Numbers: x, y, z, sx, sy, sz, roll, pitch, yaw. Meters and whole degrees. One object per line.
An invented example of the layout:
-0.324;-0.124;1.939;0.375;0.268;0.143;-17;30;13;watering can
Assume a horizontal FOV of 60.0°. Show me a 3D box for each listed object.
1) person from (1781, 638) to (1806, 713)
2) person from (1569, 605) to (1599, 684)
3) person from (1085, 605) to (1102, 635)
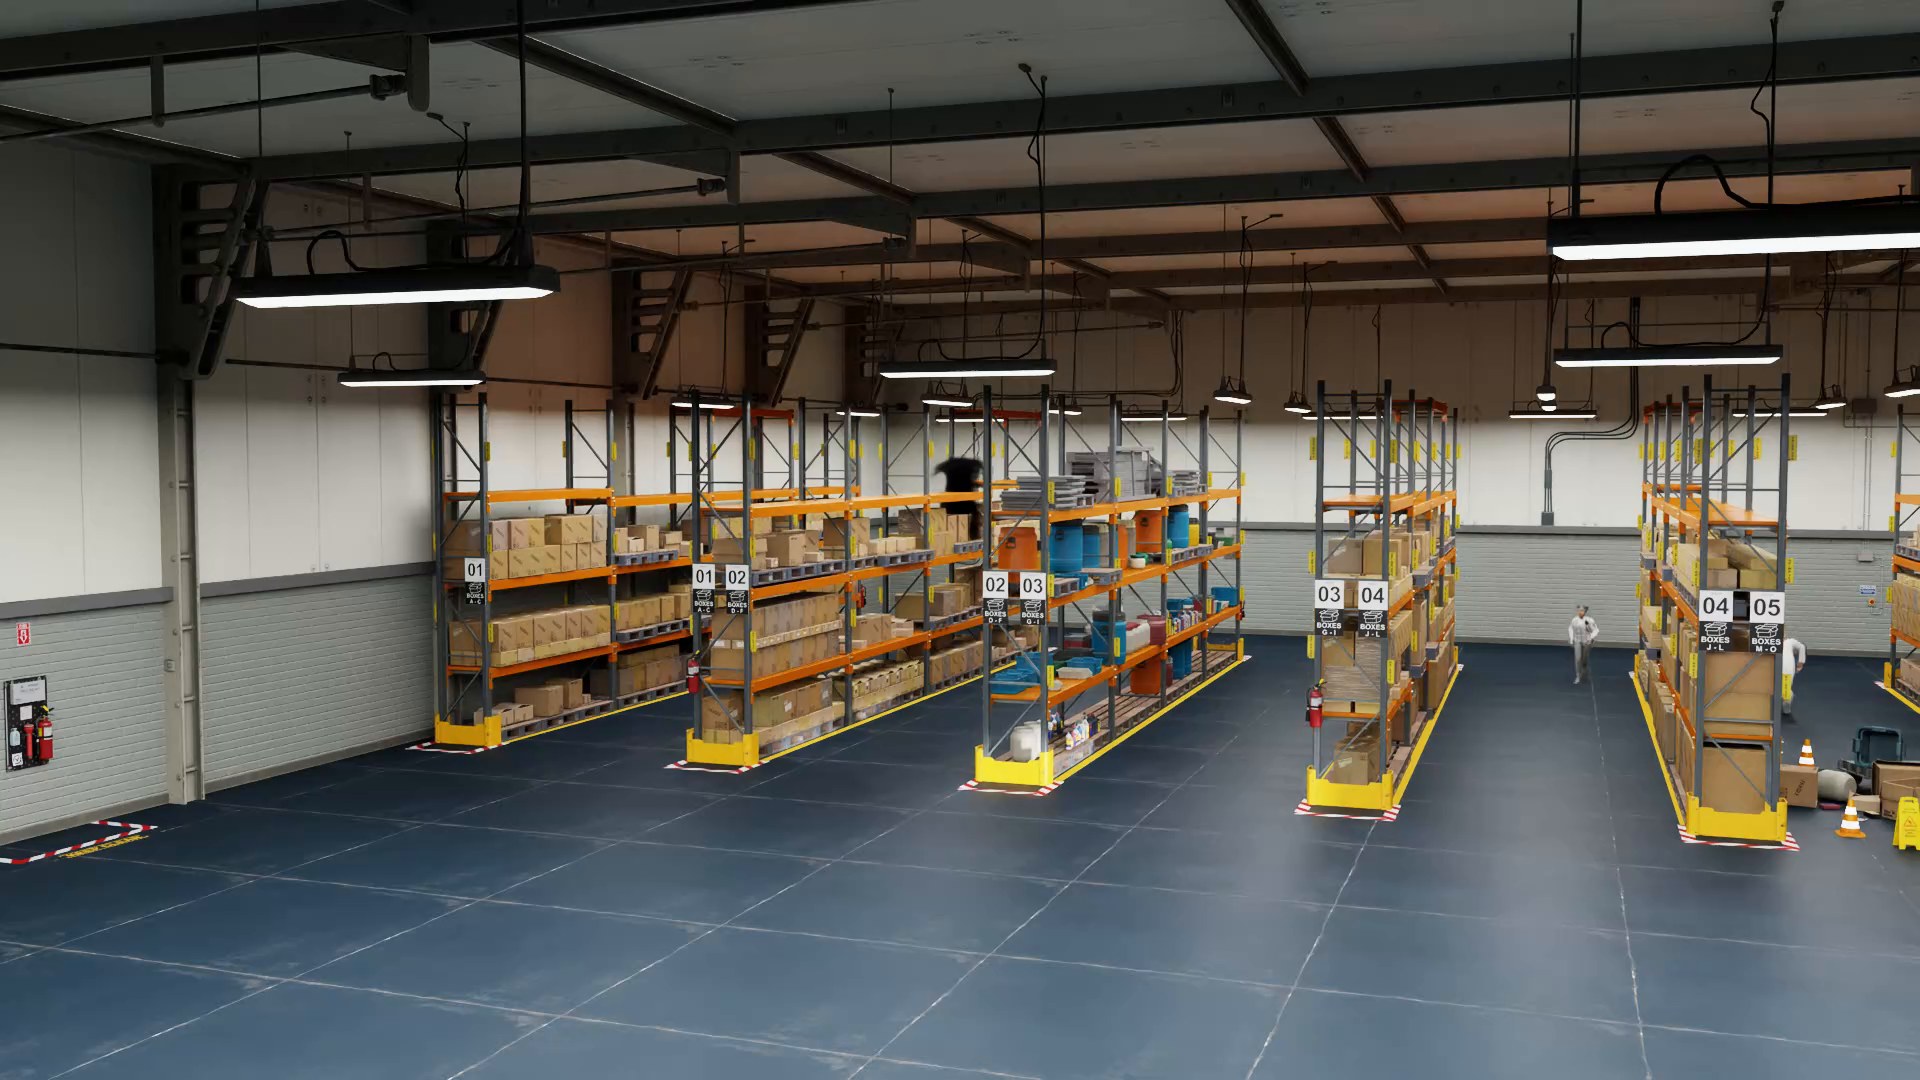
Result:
15.841;2.514;31.939;0.742;1.592;0.879;0;3;7;person
13.563;2.245;36.180;0.631;1.710;0.763;2;3;27;person
2.935;2.261;35.737;0.590;1.768;0.694;1;3;26;person
